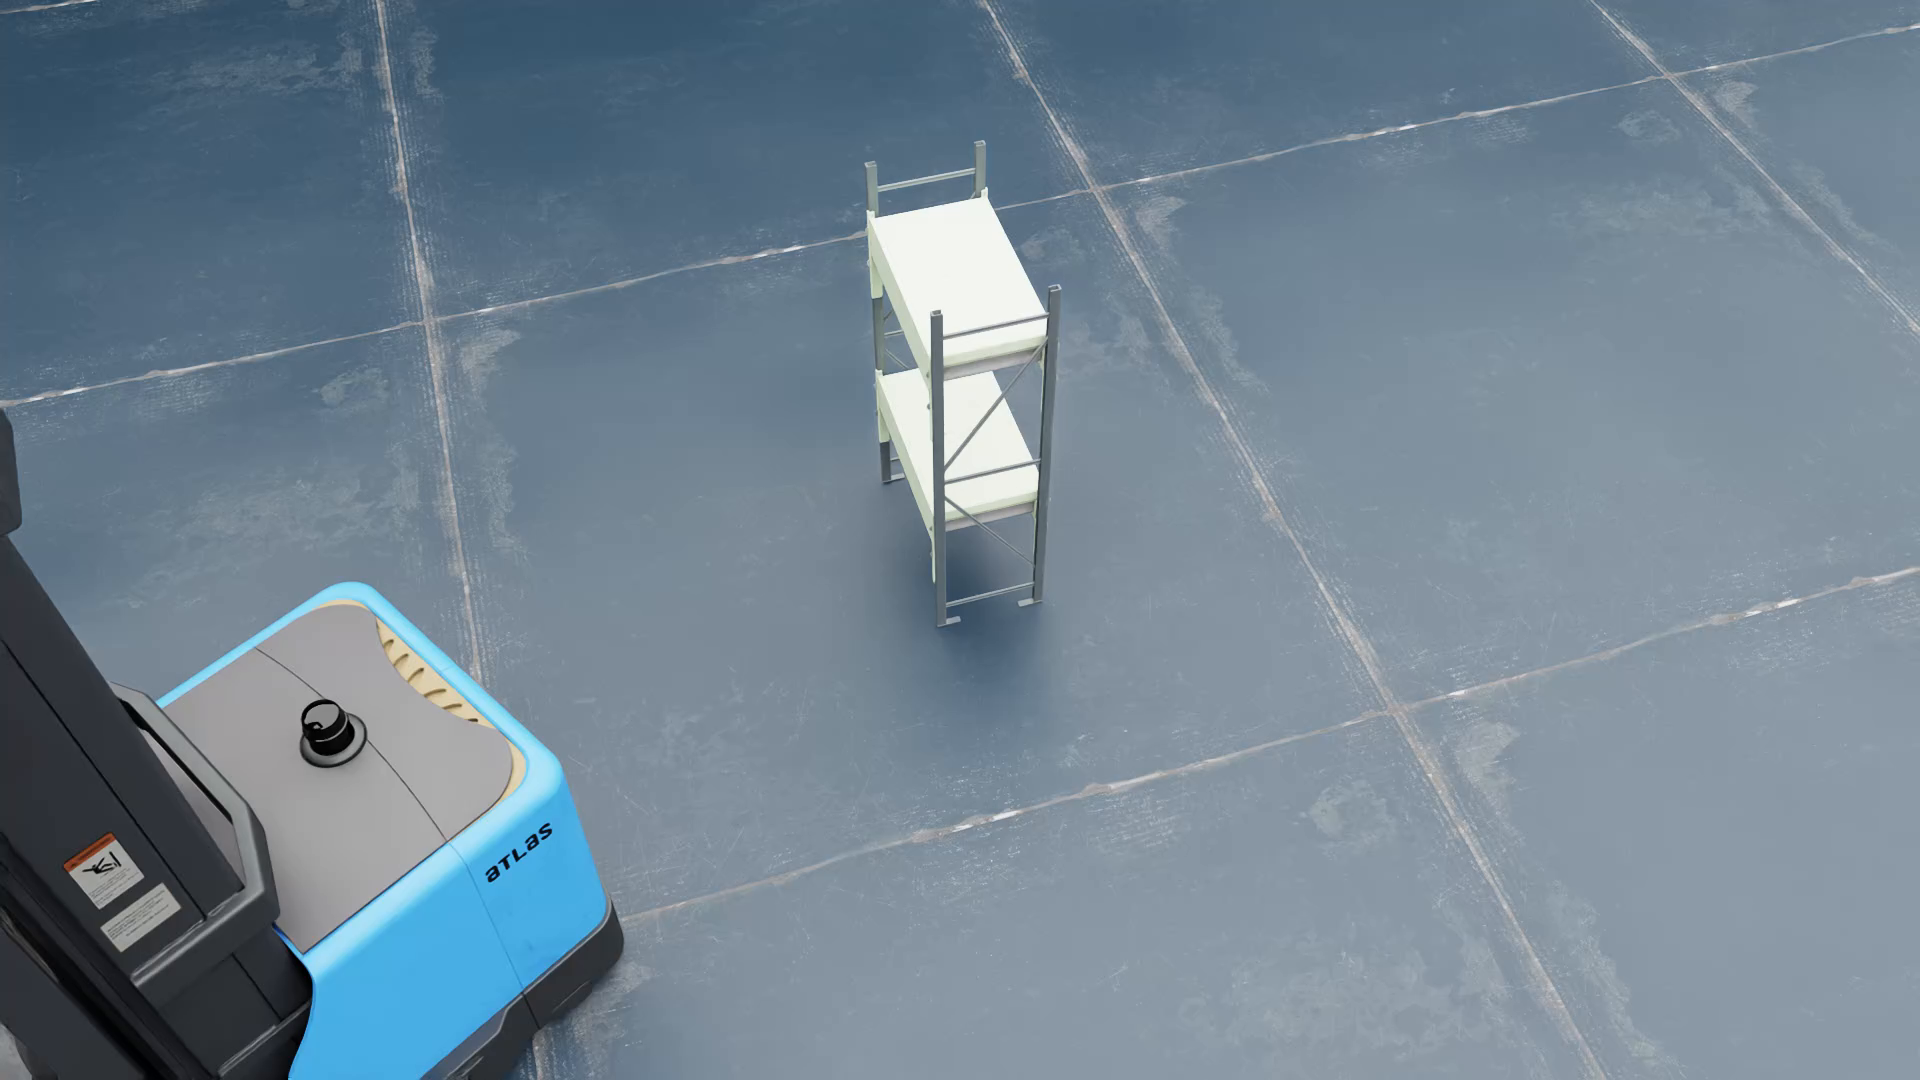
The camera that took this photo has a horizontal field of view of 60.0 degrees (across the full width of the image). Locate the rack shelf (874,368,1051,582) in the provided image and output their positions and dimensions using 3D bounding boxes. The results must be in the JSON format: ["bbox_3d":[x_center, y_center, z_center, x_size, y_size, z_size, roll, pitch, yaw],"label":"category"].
[{"bbox_3d":[-0.002,-0.278,5.930,0.431,0.370,0.720,-13,51,-11],"label":"rack shelf"}]

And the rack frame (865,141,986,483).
[{"bbox_3d":[-0.110,-0.756,5.906,0.400,1.500,0.023,-13,51,-11],"label":"rack frame"}]

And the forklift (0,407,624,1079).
[{"bbox_3d":[-2.403,0.918,3.559,1.130,2.935,3.031,35,58,26],"label":"forklift"}]

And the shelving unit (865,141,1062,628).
[{"bbox_3d":[-0.002,-0.488,5.681,0.431,1.500,0.755,-13,51,-11],"label":"shelving unit"}]

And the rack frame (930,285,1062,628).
[{"bbox_3d":[0.106,-0.221,5.455,0.400,1.500,0.023,-13,51,-11],"label":"rack frame"}]

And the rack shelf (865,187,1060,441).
[{"bbox_3d":[-0.002,-0.740,5.382,0.431,0.370,0.720,-13,51,-11],"label":"rack shelf"}]
